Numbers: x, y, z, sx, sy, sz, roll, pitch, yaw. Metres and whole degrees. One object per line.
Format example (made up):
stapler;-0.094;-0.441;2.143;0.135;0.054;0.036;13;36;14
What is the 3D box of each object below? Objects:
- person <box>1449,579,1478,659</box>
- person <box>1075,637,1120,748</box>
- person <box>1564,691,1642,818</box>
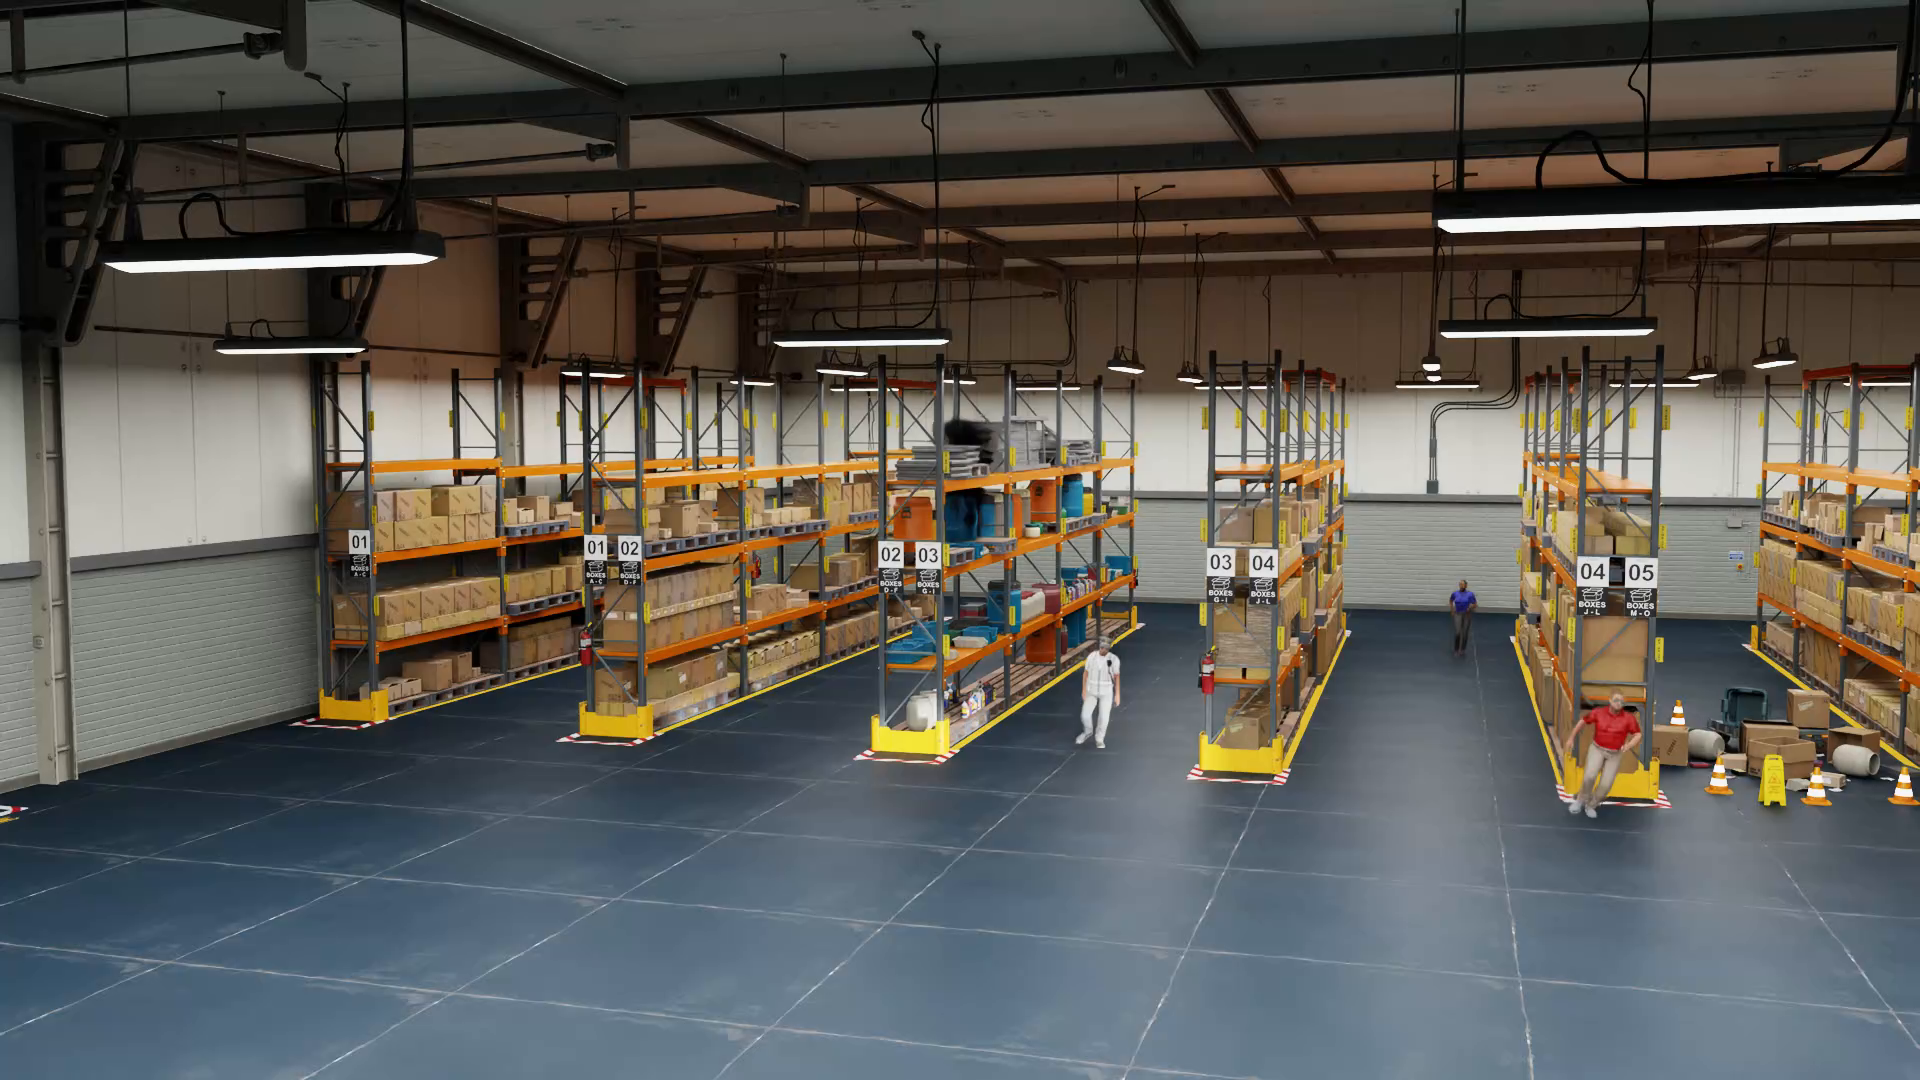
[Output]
person;10.651;1.675;35.189;0.564;1.690;0.728;1;4;14
person;2.095;2.320;25.348;0.696;1.718;0.457;1;4;9
person;8.116;2.718;20.916;0.862;1.652;0.662;1;4;9
